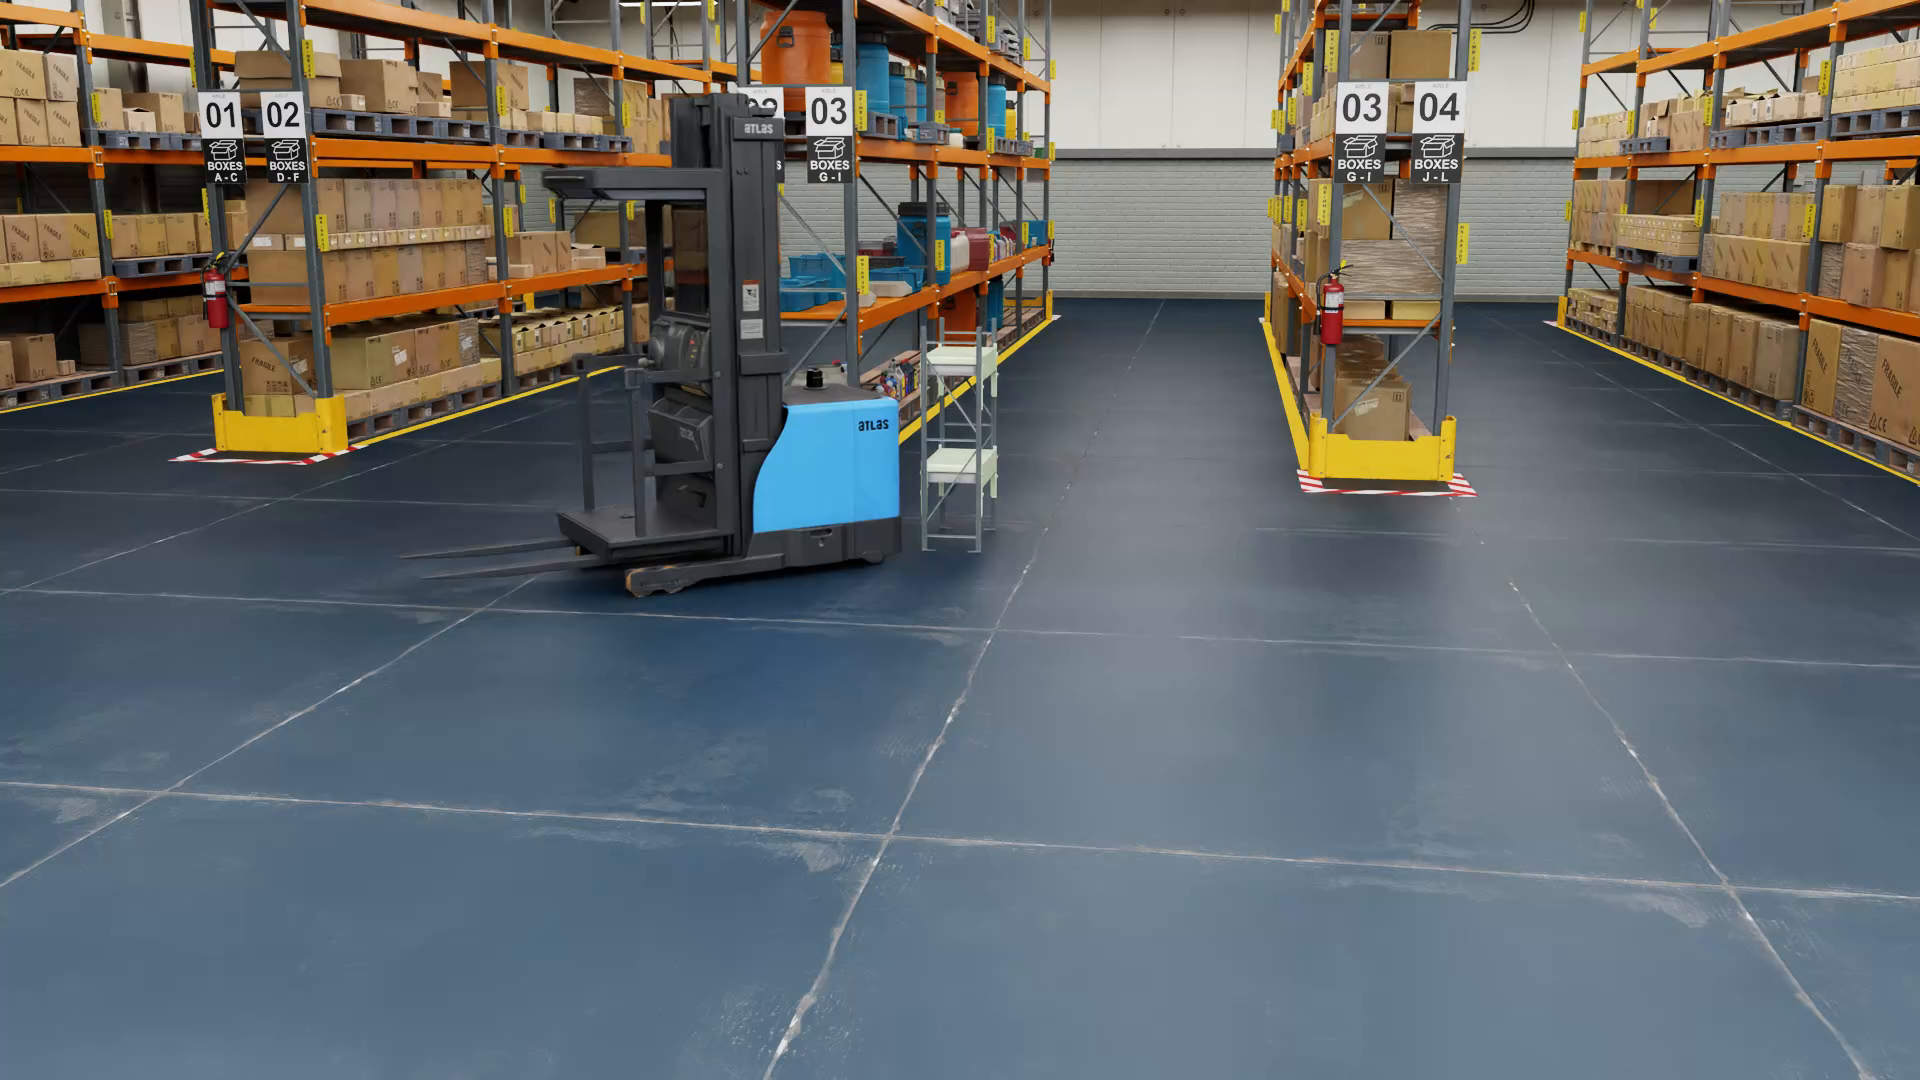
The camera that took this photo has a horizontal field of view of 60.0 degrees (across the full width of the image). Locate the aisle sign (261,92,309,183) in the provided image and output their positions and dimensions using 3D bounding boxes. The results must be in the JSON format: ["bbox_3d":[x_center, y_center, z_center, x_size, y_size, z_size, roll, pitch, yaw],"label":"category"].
[{"bbox_3d":[-5.977,-3.561,14.725,0.394,0.787,0.004,2,12,9],"label":"aisle sign"}]

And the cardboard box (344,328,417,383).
[{"bbox_3d":[-5.828,-1.854,16.727,0.500,0.500,0.500,2,12,9],"label":"cardboard box"}]

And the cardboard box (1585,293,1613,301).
[{"bbox_3d":[10.351,-3.924,26.938,0.380,0.149,0.250,2,12,11],"label":"cardboard box"}]

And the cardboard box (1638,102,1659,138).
[{"bbox_3d":[10.083,-5.953,23.643,0.700,0.500,0.500,2,12,9],"label":"cardboard box"}]

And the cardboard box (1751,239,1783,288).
[{"bbox_3d":[8.991,-3.019,18.145,0.500,0.500,0.500,2,12,9],"label":"cardboard box"}]

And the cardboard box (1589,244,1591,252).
[{"bbox_3d":[10.428,-4.738,26.956,0.380,0.149,0.250,2,12,8],"label":"cardboard box"}]

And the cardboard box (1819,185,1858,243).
[{"bbox_3d":[8.929,-3.168,16.155,0.875,0.550,0.550,2,12,9],"label":"cardboard box"}]

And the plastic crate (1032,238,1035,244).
[{"bbox_3d":[1.080,-5.148,28.743,0.396,0.136,0.243,2,12,9],"label":"plastic crate"}]

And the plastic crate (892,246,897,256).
[{"bbox_3d":[-0.898,-3.217,19.337,0.392,0.384,0.575,2,12,9],"label":"plastic crate"}]

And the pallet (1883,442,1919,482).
[{"bbox_3d":[8.450,-0.616,13.850,1.003,0.211,1.213,2,12,9],"label":"pallet"}]

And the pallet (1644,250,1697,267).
[{"bbox_3d":[9.899,-3.795,22.438,1.003,0.211,1.213,2,12,9],"label":"pallet"}]

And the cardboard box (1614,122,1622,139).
[{"bbox_3d":[10.161,-6.158,24.995,0.500,0.250,0.500,1,12,6],"label":"cardboard box"}]

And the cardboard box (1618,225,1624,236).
[{"bbox_3d":[9.735,-4.469,24.002,0.380,0.149,0.250,2,12,10],"label":"cardboard box"}]

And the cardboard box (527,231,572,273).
[{"bbox_3d":[-5.281,-3.678,21.202,0.500,0.500,0.500,1,12,6],"label":"cardboard box"}]

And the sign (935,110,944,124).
[{"bbox_3d":[-0.218,-4.435,17.813,0.100,0.325,0.005,2,12,9],"label":"sign"}]

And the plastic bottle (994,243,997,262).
[{"bbox_3d":[0.454,-4.125,23.809,0.152,0.276,0.135,2,12,9],"label":"plastic bottle"}]

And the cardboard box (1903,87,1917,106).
[{"bbox_3d":[8.356,-3.805,14.273,0.380,0.149,0.250,2,12,9],"label":"cardboard box"}]

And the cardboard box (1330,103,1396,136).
[{"bbox_3d":[3.342,-3.493,13.819,0.500,0.250,0.500,2,12,10],"label":"cardboard box"}]

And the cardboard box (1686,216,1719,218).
[{"bbox_3d":[10.217,-4.376,22.866,0.380,0.149,0.250,1,12,7],"label":"cardboard box"}]

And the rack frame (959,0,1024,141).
[{"bbox_3d":[0.470,-7.583,25.319,1.000,3.000,0.127,2,12,9],"label":"rack frame"}]

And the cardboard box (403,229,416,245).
[{"bbox_3d":[-5.759,-3.074,16.860,0.380,0.149,0.250,2,12,9],"label":"cardboard box"}]

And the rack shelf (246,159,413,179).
[{"bbox_3d":[-9.626,-5.669,25.268,1.077,0.370,4.000,2,12,9],"label":"rack shelf"}]

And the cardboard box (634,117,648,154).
[{"bbox_3d":[-4.927,-5.692,23.428,0.910,0.500,0.500,2,12,9],"label":"cardboard box"}]

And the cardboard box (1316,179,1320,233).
[{"bbox_3d":[3.595,-3.109,15.484,0.500,0.500,0.500,2,12,9],"label":"cardboard box"}]

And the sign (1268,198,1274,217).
[{"bbox_3d":[5.432,-5.803,29.060,0.100,0.325,0.005,2,12,9],"label":"sign"}]

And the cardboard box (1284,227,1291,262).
[{"bbox_3d":[4.818,-4.134,23.320,0.500,0.500,0.500,2,12,10],"label":"cardboard box"}]

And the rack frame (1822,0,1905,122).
[{"bbox_3d":[9.019,-5.575,16.003,1.000,3.000,0.127,2,12,9],"label":"rack frame"}]

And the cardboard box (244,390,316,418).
[{"bbox_3d":[-6.479,-1.296,15.916,0.500,0.250,0.500,2,12,9],"label":"cardboard box"}]

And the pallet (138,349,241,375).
[{"bbox_3d":[-10.246,-2.360,21.941,1.003,0.211,1.213,2,12,9],"label":"pallet"}]

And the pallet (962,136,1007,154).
[{"bbox_3d":[0.069,-5.348,22.515,1.003,0.211,1.213,2,12,9],"label":"pallet"}]

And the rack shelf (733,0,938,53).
[{"bbox_3d":[-1.068,-4.954,15.778,1.077,0.370,4.000,2,12,9],"label":"rack shelf"}]

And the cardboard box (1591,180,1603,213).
[{"bbox_3d":[10.285,-5.420,26.206,0.500,0.500,0.500,1,12,7],"label":"cardboard box"}]

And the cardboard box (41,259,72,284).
[{"bbox_3d":[-10.407,-3.030,18.744,0.500,0.250,0.500,2,12,9],"label":"cardboard box"}]

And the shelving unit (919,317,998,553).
[{"bbox_3d":[-0.001,-0.732,11.329,0.431,1.500,0.755,2,12,9],"label":"shelving unit"}]

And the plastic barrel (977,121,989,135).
[{"bbox_3d":[0.245,-5.626,22.732,0.294,0.245,0.294,0,12,0],"label":"plastic barrel"}]

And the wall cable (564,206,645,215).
[{"bbox_3d":[-7.481,-8.384,36.409,3.097,2.526,0.112,2,12,9],"label":"wall cable"}]

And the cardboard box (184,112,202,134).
[{"bbox_3d":[-10.225,-5.398,22.009,0.797,0.503,0.637,4,13,17],"label":"cardboard box"}]

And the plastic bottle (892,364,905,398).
[{"bbox_3d":[-0.654,-1.654,17.293,0.144,0.351,0.185,2,12,8],"label":"plastic bottle"}]

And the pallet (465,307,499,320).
[{"bbox_3d":[-8.939,-4.018,29.639,1.003,0.211,1.213,2,12,9],"label":"pallet"}]

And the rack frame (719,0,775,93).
[{"bbox_3d":[-3.808,-8.577,29.931,1.000,3.000,0.127,2,12,9],"label":"rack frame"}]

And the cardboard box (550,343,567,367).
[{"bbox_3d":[-5.190,-2.297,20.564,0.500,0.250,0.500,1,12,7],"label":"cardboard box"}]

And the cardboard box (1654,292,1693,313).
[{"bbox_3d":[9.641,-3.187,22.317,0.500,0.250,0.500,2,12,10],"label":"cardboard box"}]

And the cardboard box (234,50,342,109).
[{"bbox_3d":[-6.177,-4.223,15.277,0.797,0.503,0.637,3,12,13],"label":"cardboard box"}]

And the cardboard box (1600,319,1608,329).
[{"bbox_3d":[10.073,-3.321,25.552,0.380,0.149,0.250,1,12,7],"label":"cardboard box"}]

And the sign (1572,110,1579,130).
[{"bbox_3d":[10.329,-7.052,27.900,0.100,0.325,0.005,2,12,9],"label":"sign"}]

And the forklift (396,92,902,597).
[{"bbox_3d":[-1.911,-1.219,10.192,3.031,2.935,1.130,-7,14,-29],"label":"forklift"}]

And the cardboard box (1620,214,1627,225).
[{"bbox_3d":[9.735,-4.614,23.971,0.380,0.149,0.250,3,12,12],"label":"cardboard box"}]

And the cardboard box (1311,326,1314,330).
[{"bbox_3d":[4.513,-2.276,19.823,0.700,0.500,0.500,3,13,13],"label":"cardboard box"}]

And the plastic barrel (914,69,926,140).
[{"bbox_3d":[-0.695,-5.081,19.642,0.600,0.901,0.708,2,12,9],"label":"plastic barrel"}]

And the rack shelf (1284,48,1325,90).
[{"bbox_3d":[5.057,-6.459,22.760,1.077,0.370,4.000,2,12,9],"label":"rack shelf"}]

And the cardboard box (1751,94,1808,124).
[{"bbox_3d":[9.150,-4.797,18.492,0.500,0.311,0.500,2,12,8],"label":"cardboard box"}]

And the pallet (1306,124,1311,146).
[{"bbox_3d":[4.334,-4.324,17.763,1.213,0.211,1.003,2,12,9],"label":"pallet"}]

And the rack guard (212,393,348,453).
[{"bbox_3d":[-6.273,-1.086,15.348,1.175,0.500,0.348,2,12,9],"label":"rack guard"}]
